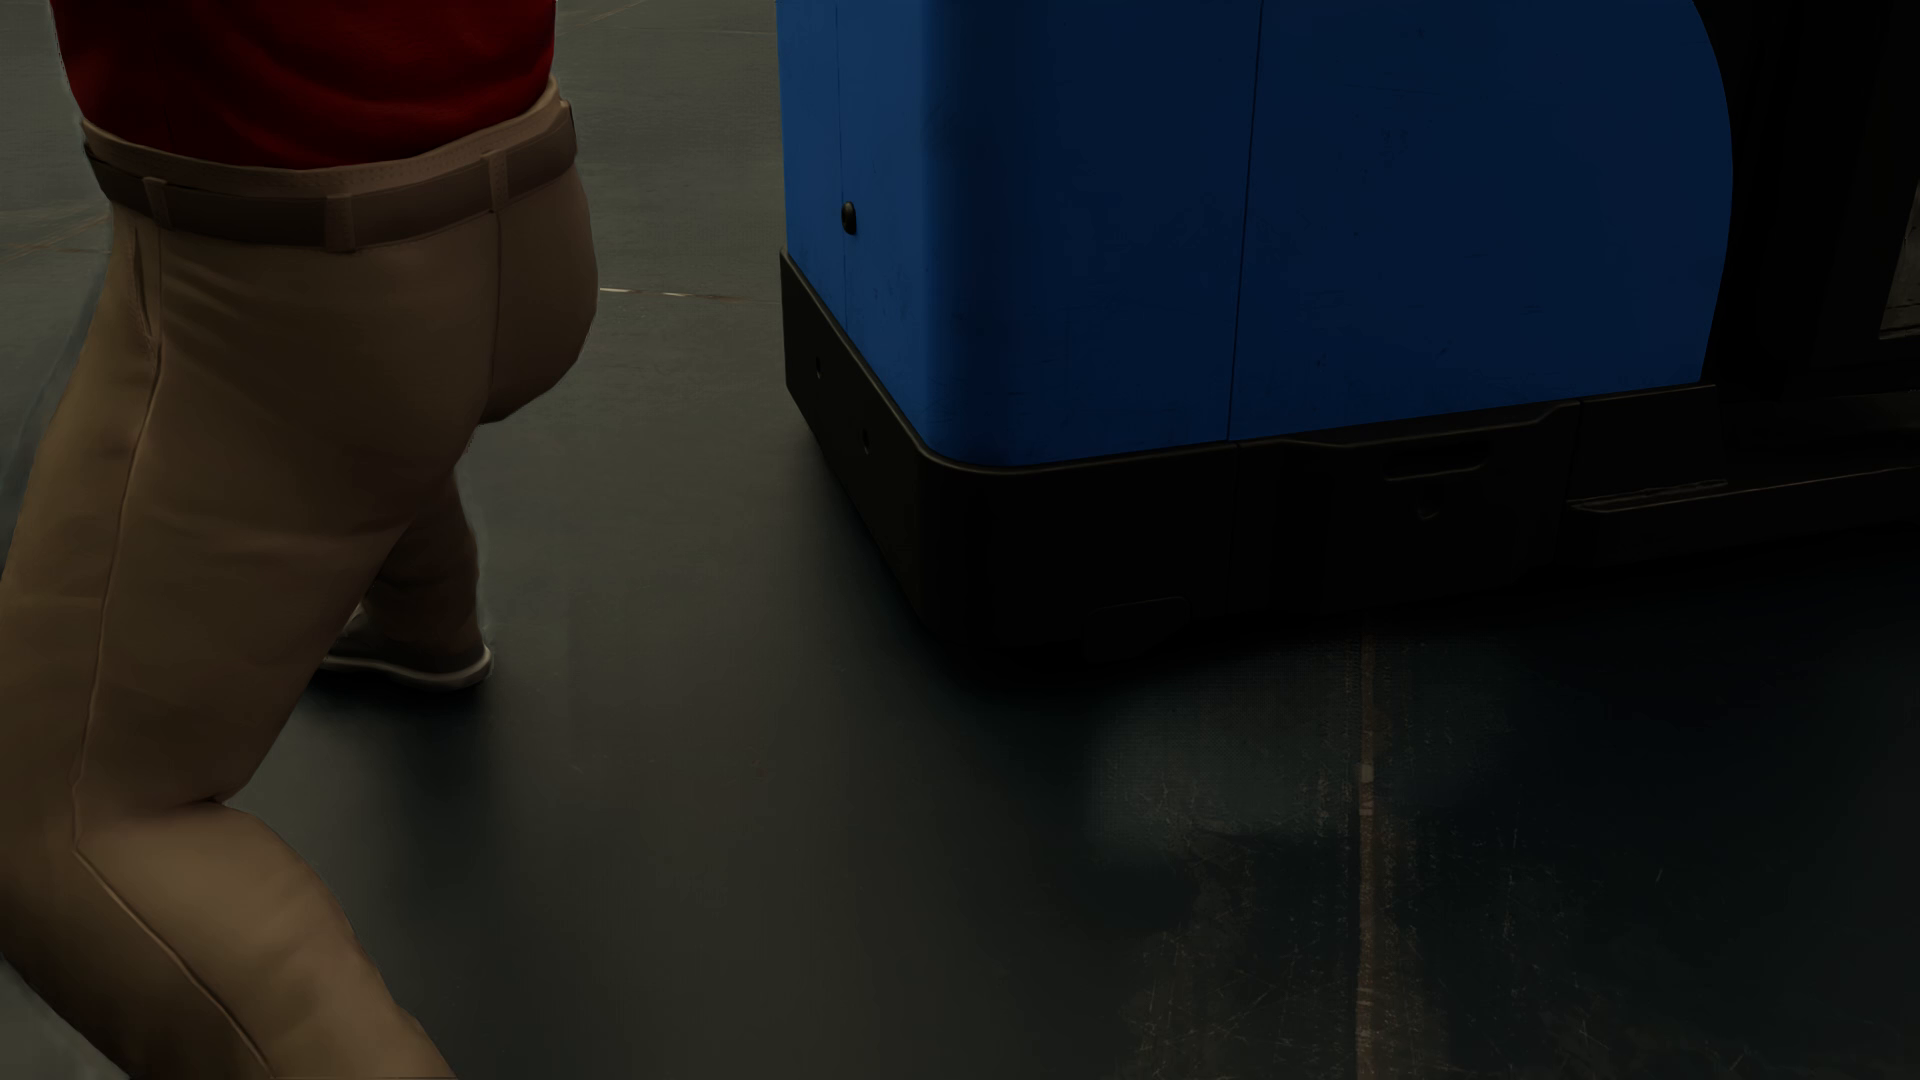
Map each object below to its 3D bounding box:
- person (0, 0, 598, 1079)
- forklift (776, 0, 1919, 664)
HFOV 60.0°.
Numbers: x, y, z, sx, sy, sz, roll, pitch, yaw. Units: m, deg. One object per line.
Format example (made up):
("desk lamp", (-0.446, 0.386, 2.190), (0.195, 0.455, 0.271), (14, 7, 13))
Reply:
("person", (-0.613, -0.258, 1.340), (0.986, 1.573, 1.046), (10, 28, 19))
("forklift", (1.276, -1.521, 2.261), (3.031, 2.935, 1.130), (-8, 28, -15))
